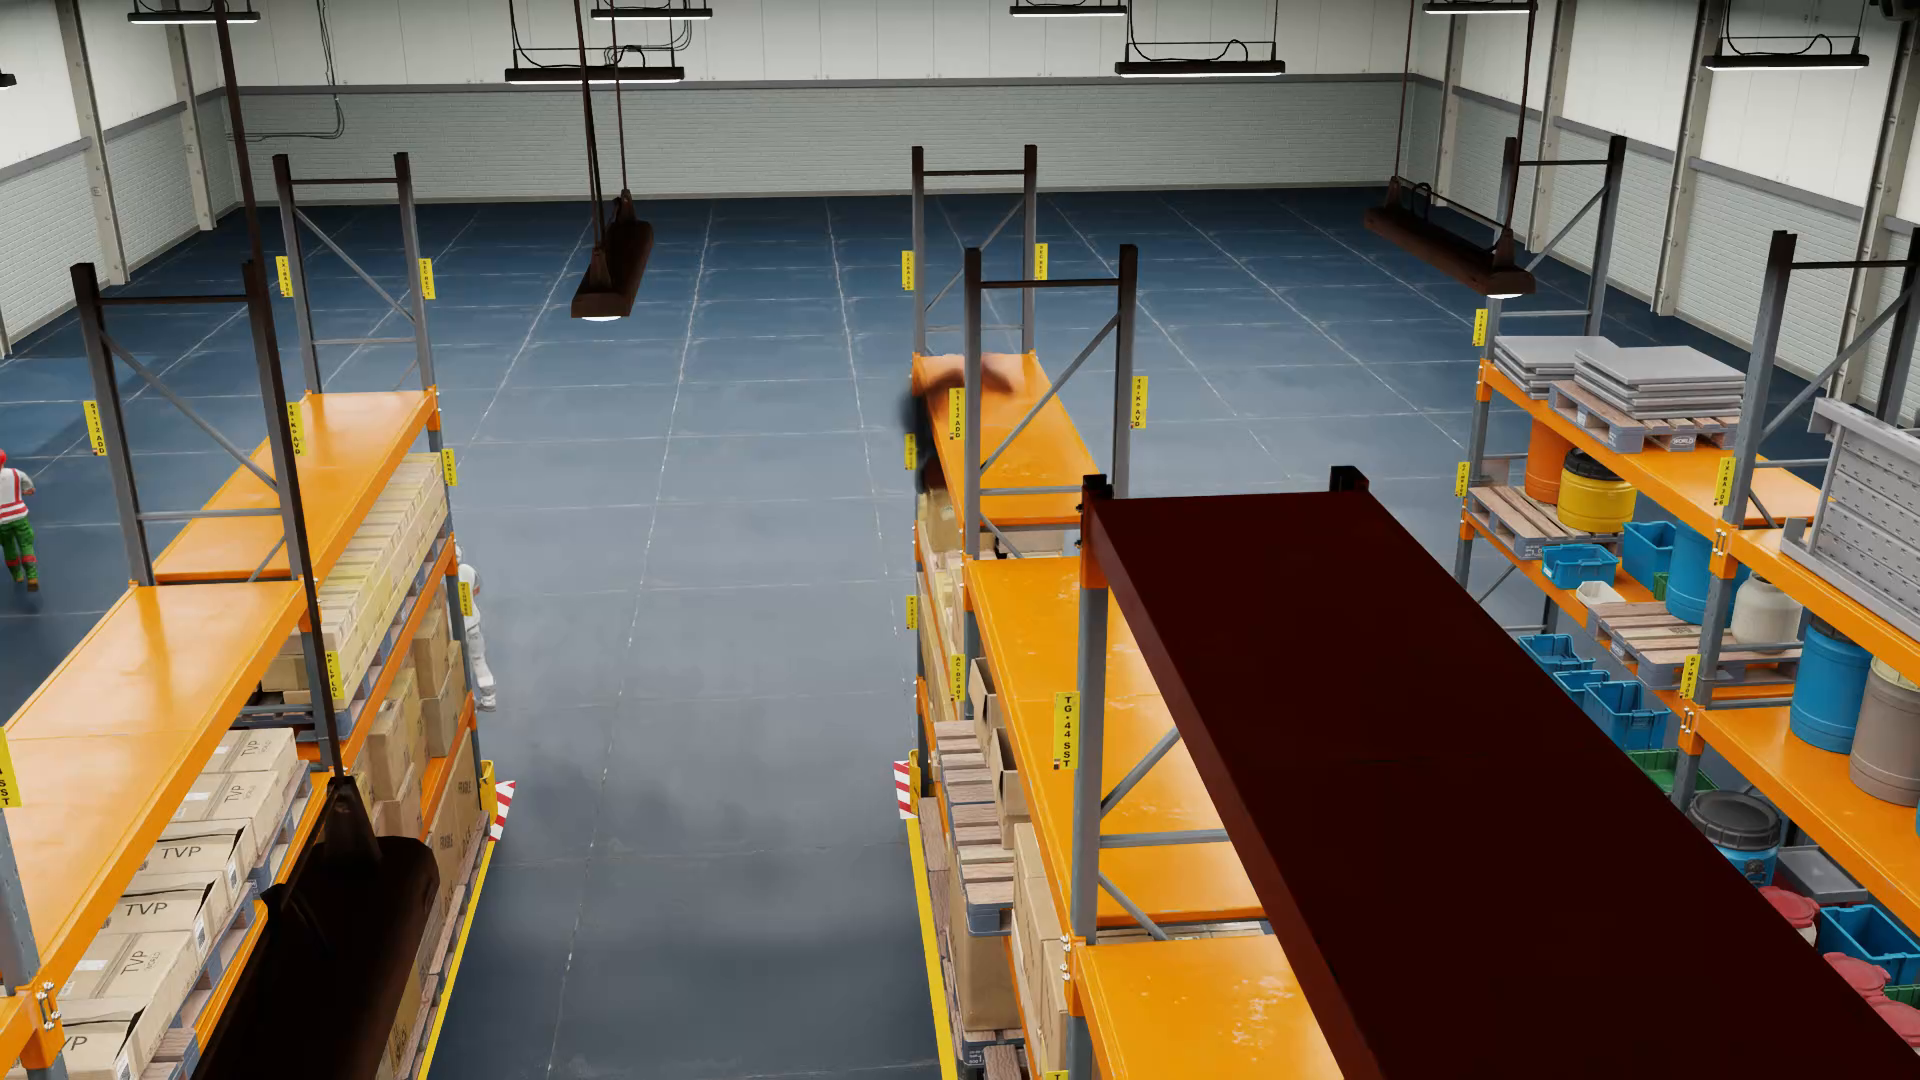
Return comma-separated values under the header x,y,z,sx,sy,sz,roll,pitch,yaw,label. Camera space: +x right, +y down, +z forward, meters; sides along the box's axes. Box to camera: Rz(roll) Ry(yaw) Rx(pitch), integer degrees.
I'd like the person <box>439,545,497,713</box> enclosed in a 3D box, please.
x,y,z,sx,sy,sz,roll,pitch,yaw,label
-4.919,0.881,16.393,0.751,1.846,0.611,12,25,28,person

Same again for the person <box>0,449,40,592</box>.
x,y,z,sx,sy,sz,roll,pitch,yaw,label
-11.275,-0.254,19.734,0.667,1.767,1.003,-14,25,-31,person
